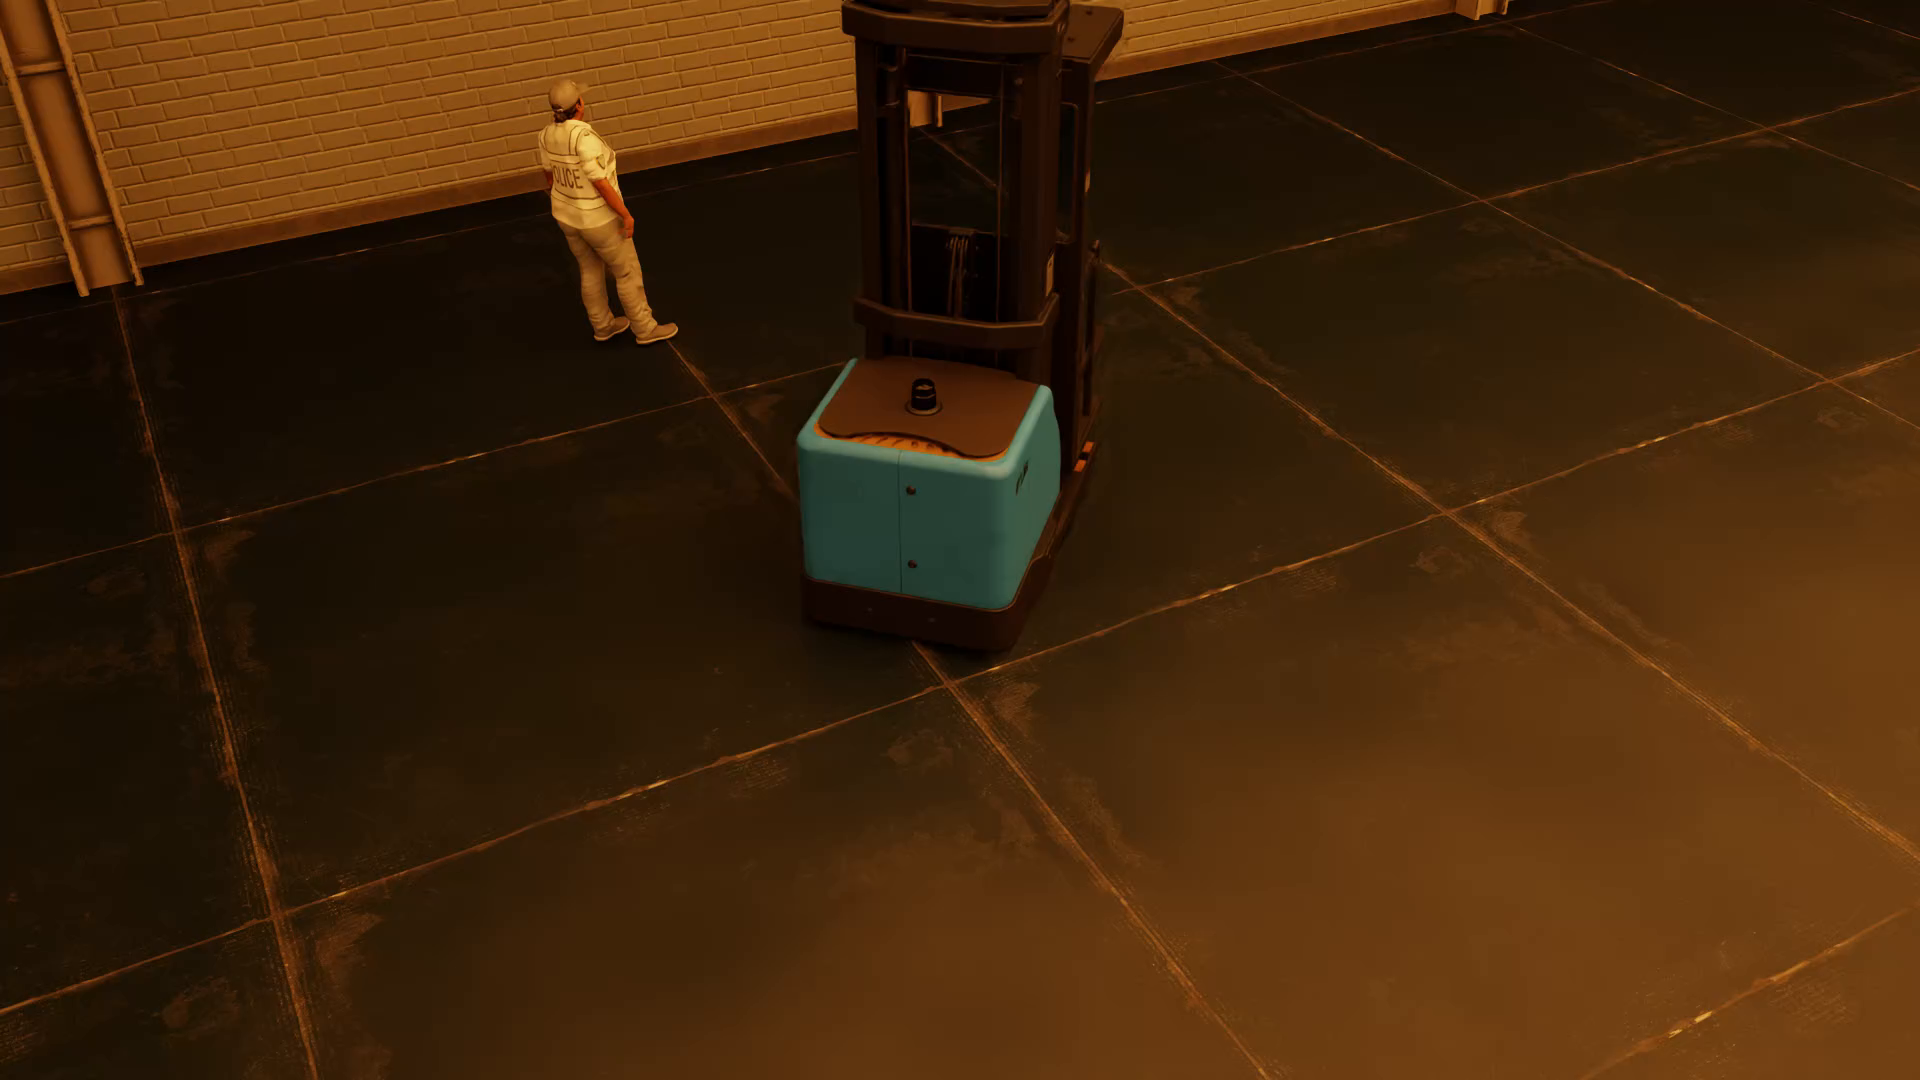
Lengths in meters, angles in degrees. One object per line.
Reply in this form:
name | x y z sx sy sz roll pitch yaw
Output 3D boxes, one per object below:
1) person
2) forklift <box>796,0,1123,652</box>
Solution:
person | -2.147 -1.969 9.993 0.596 1.670 0.531 22 41 28
forklift | 0.139 -1.523 8.278 1.130 2.935 3.031 9 36 13
